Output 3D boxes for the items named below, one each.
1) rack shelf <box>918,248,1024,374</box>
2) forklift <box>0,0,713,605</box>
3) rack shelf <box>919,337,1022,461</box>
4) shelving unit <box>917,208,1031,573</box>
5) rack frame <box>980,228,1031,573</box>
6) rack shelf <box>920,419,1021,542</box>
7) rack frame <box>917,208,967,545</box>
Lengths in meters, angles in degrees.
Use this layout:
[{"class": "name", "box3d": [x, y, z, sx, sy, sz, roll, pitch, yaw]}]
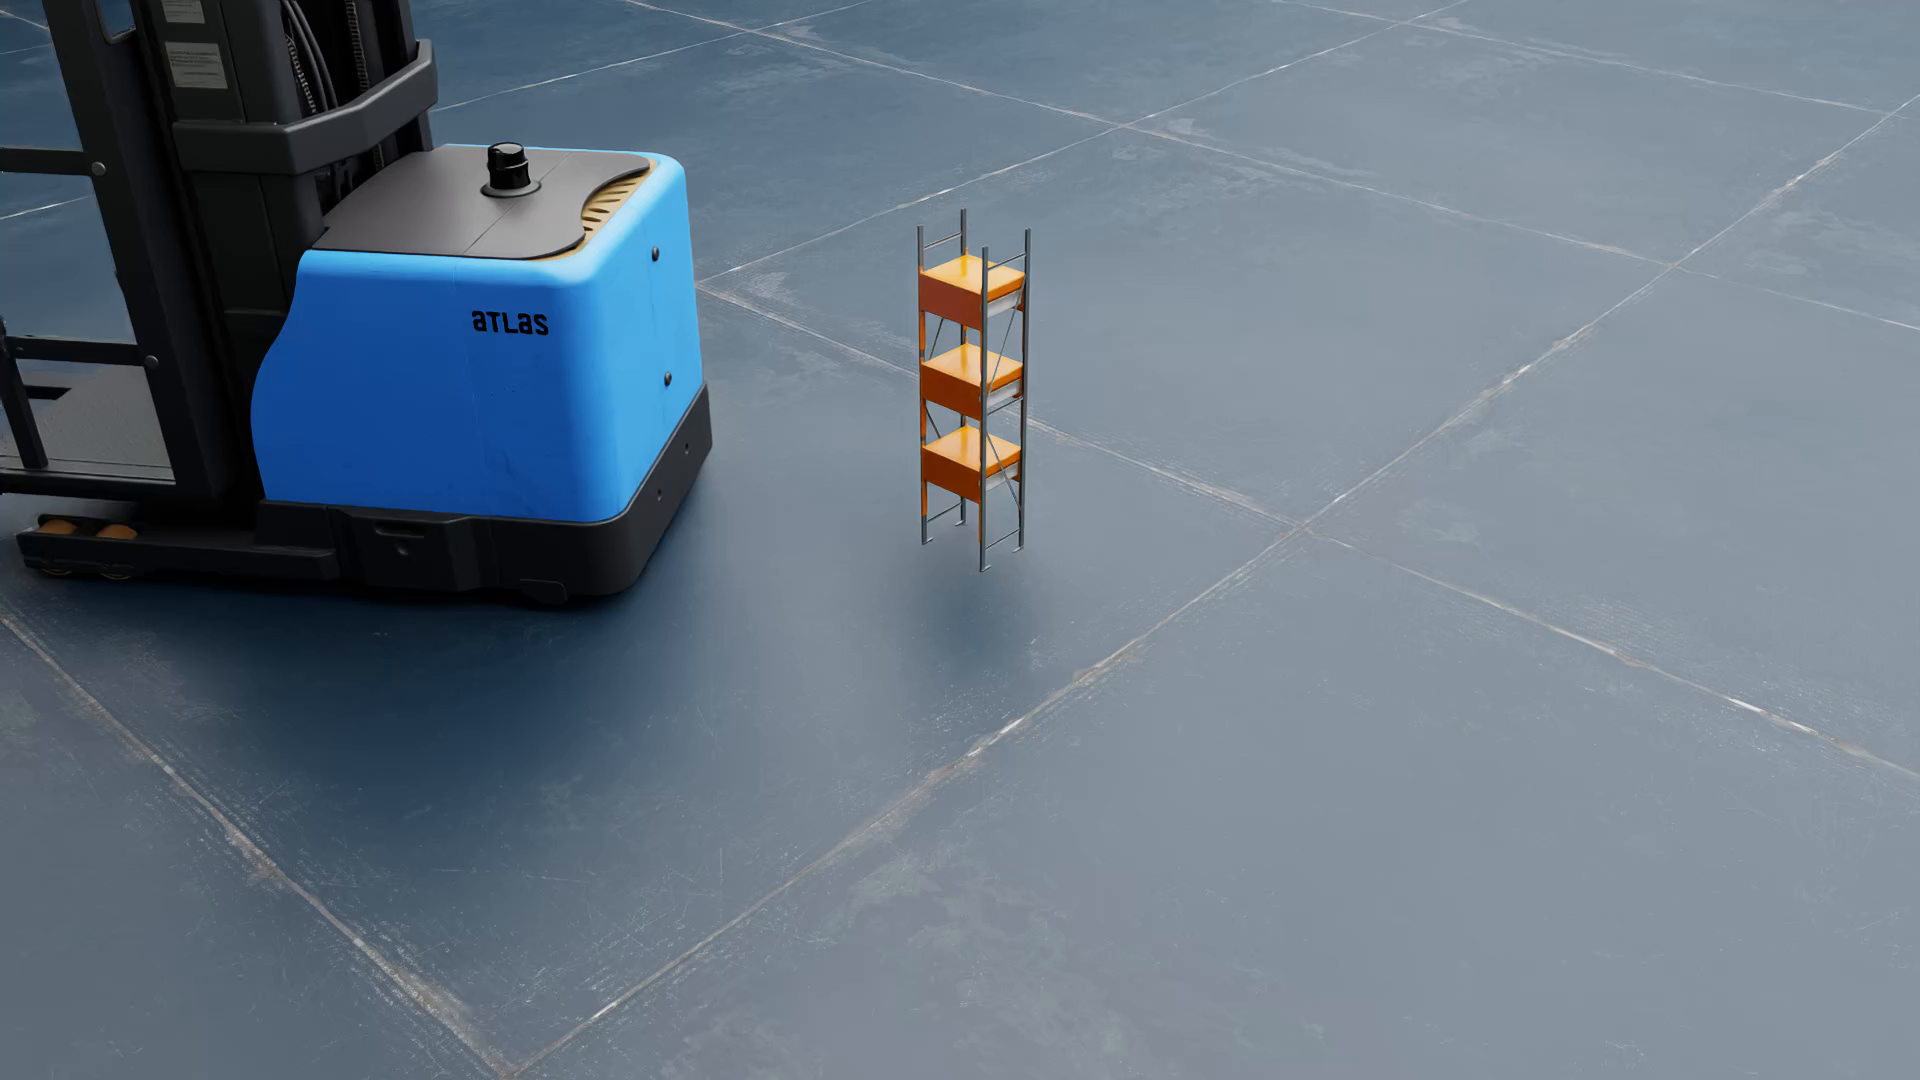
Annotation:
[{"class": "rack shelf", "box3d": [0.040, -0.665, 4.808, 0.240, 0.259, 0.215, 25, 39, 35]}, {"class": "forklift", "box3d": [-2.398, -1.399, 4.731, 3.031, 2.935, 1.130, 4, 31, 7]}, {"class": "rack shelf", "box3d": [0.040, -0.422, 4.954, 0.240, 0.259, 0.215, 25, 39, 35]}, {"class": "shelving unit", "box3d": [0.040, -0.431, 4.948, 0.252, 1.050, 0.215, 25, 39, 35]}, {"class": "rack frame", "box3d": [0.130, -0.389, 4.878, 0.008, 1.050, 0.200, 25, 39, 35]}, {"class": "rack shelf", "box3d": [0.040, -0.184, 5.097, 0.240, 0.259, 0.215, 25, 39, 35]}, {"class": "rack frame", "box3d": [-0.051, -0.473, 5.019, 0.008, 1.050, 0.200, 25, 39, 35]}]
